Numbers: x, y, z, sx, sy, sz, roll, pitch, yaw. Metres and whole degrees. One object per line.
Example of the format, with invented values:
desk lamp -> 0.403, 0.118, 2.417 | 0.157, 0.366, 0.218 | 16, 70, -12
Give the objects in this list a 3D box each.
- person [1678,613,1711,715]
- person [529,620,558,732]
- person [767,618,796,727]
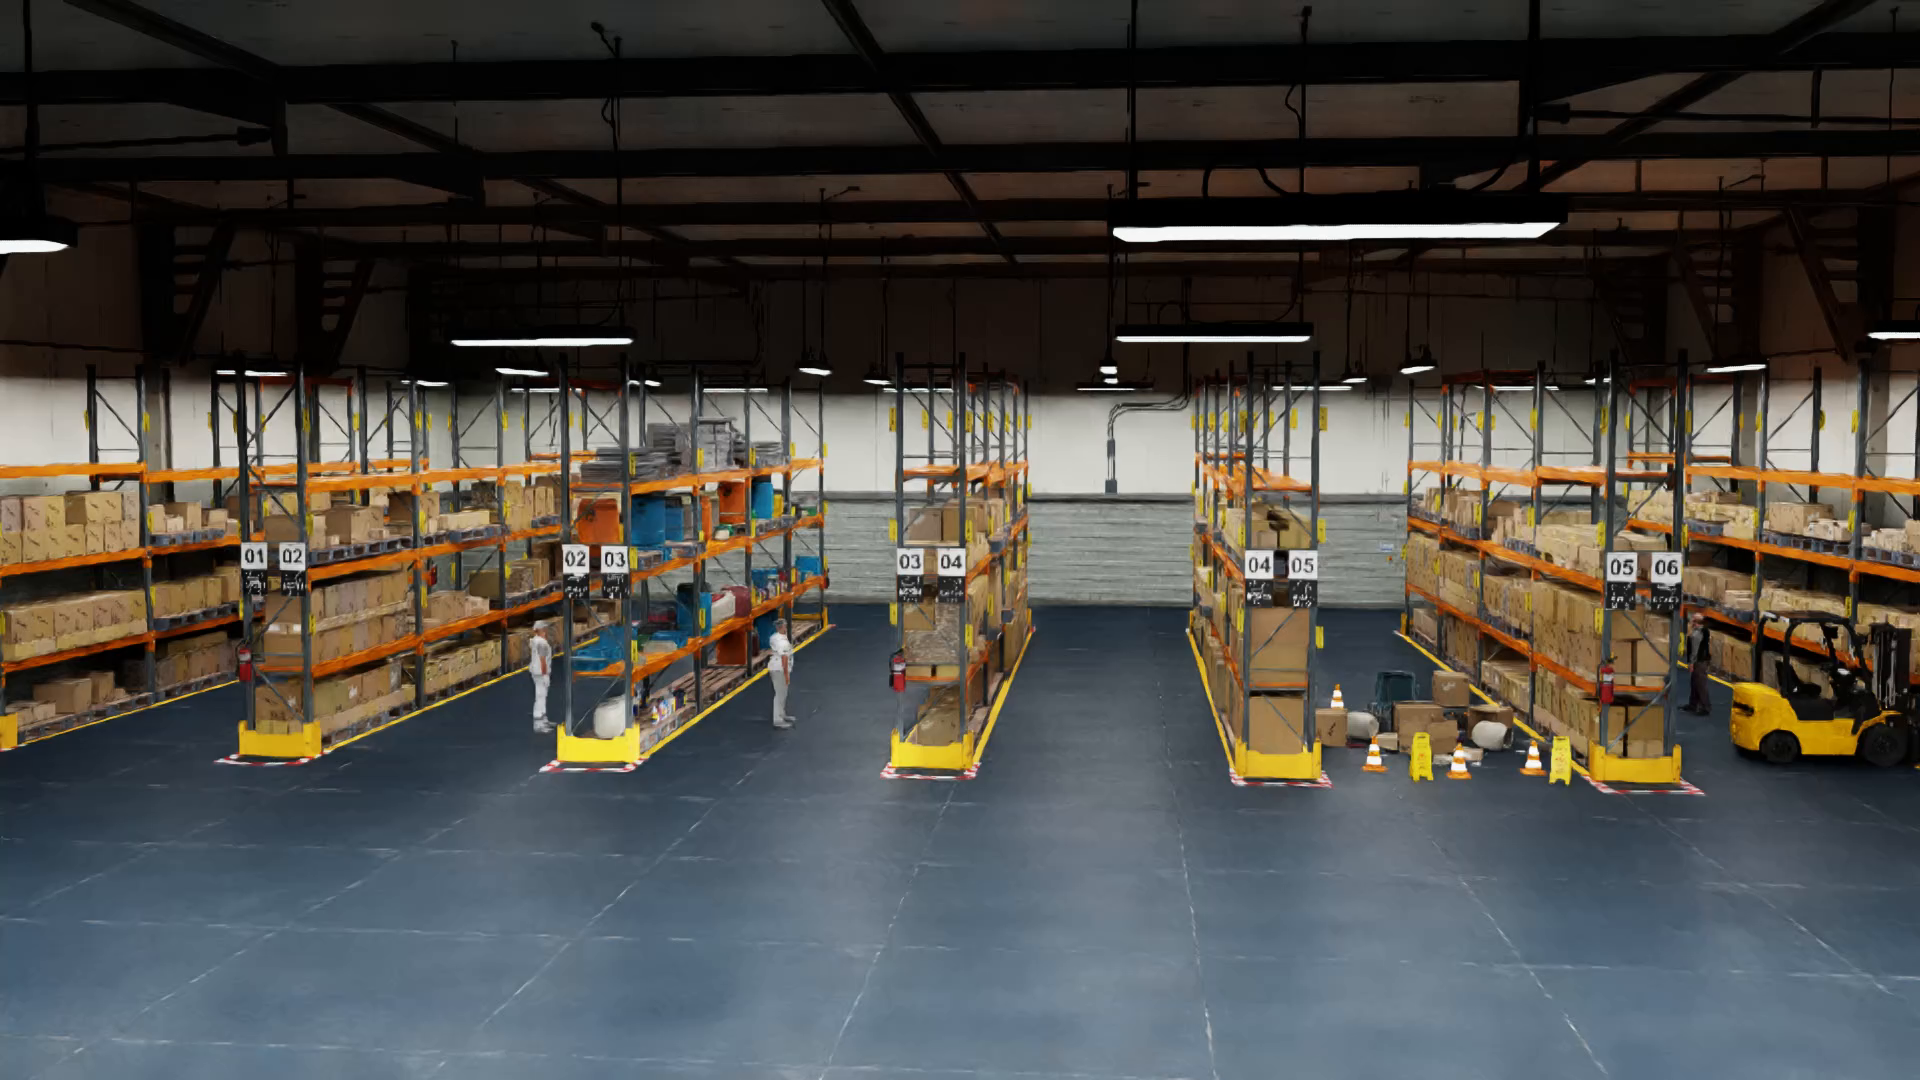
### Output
person -> 12.616, 2.107, 28.509 | 0.576, 1.708, 0.626 | 3, 5, 34
person -> -6.726, 2.184, 26.901 | 0.442, 1.784, 0.606 | -2, 5, -26
person -> -2.913, 2.166, 27.411 | 0.478, 1.759, 0.578 | -2, 4, -22
